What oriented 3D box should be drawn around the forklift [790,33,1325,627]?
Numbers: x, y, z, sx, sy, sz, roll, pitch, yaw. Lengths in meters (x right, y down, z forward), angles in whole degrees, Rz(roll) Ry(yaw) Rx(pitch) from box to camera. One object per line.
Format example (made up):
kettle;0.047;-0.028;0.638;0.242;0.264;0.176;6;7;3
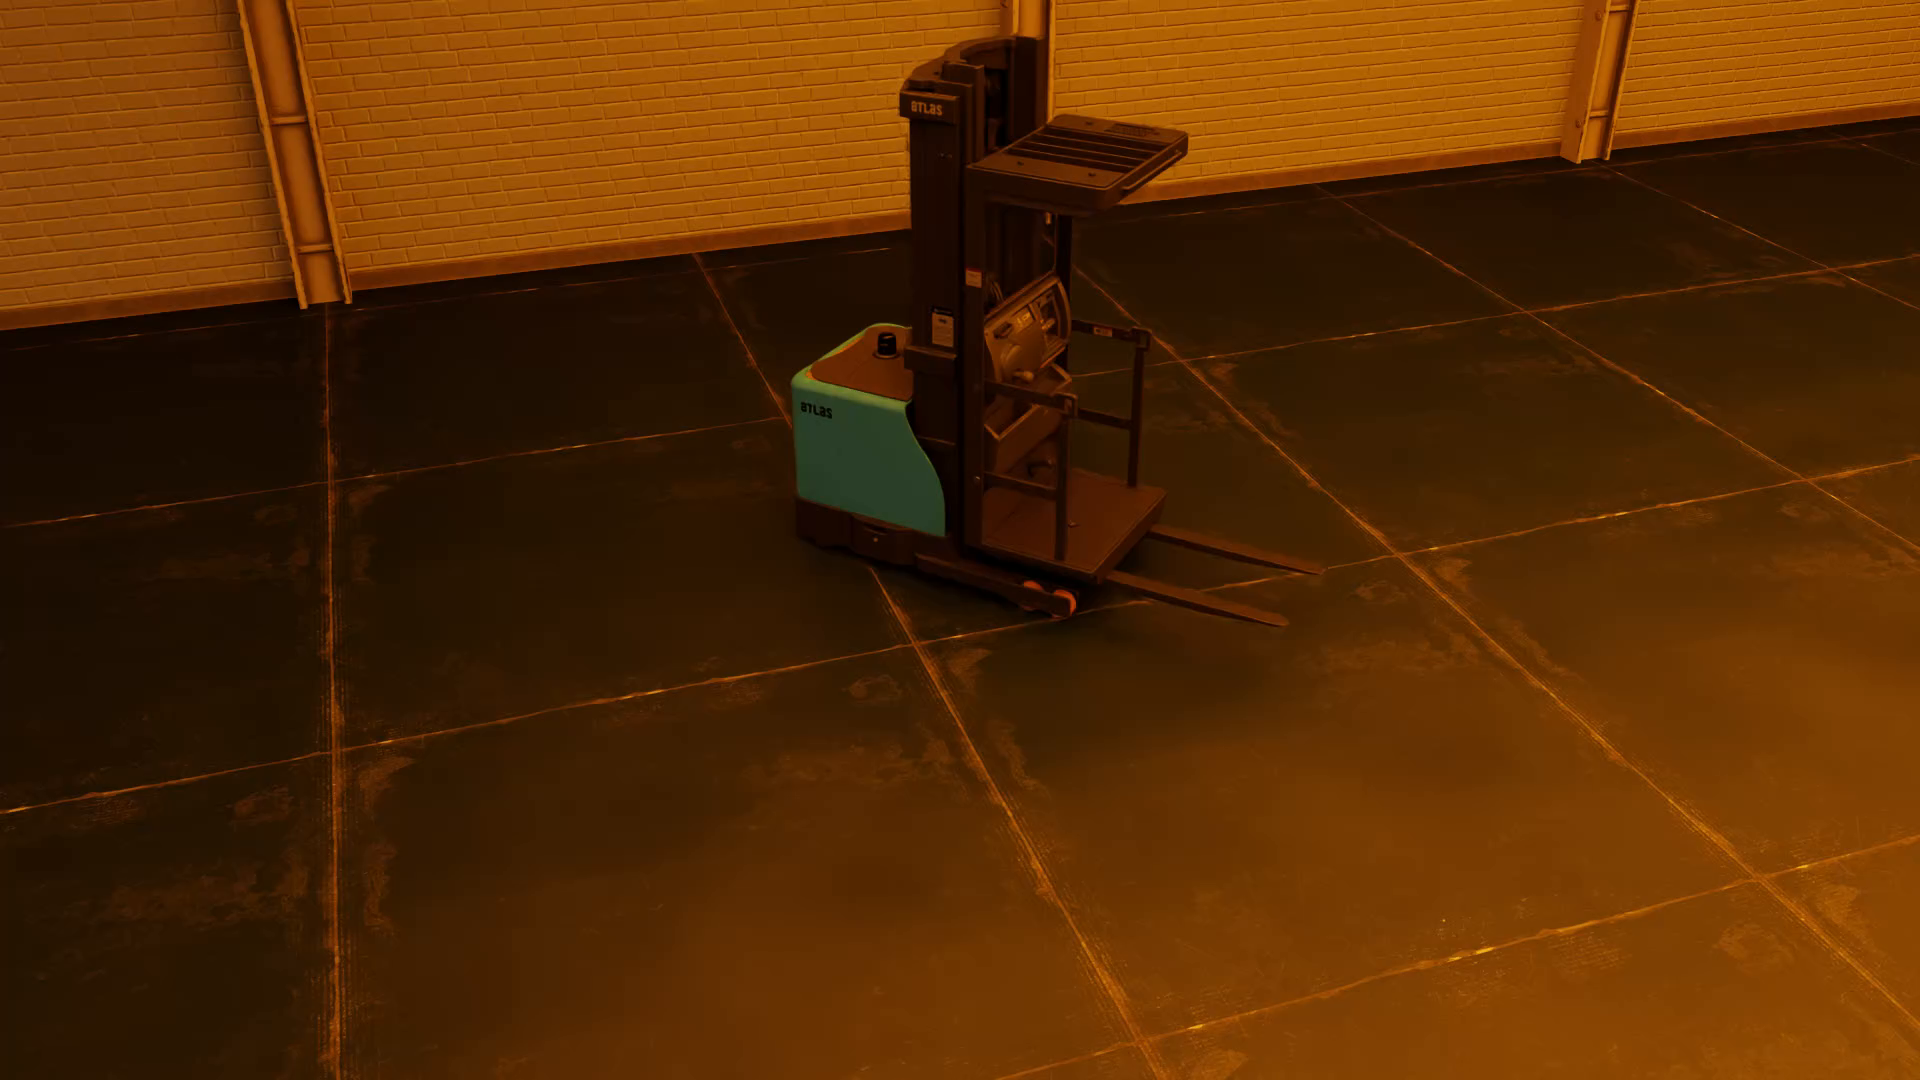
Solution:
forklift;0.554;-1.130;9.050;3.031;2.935;1.130;15;33;25
